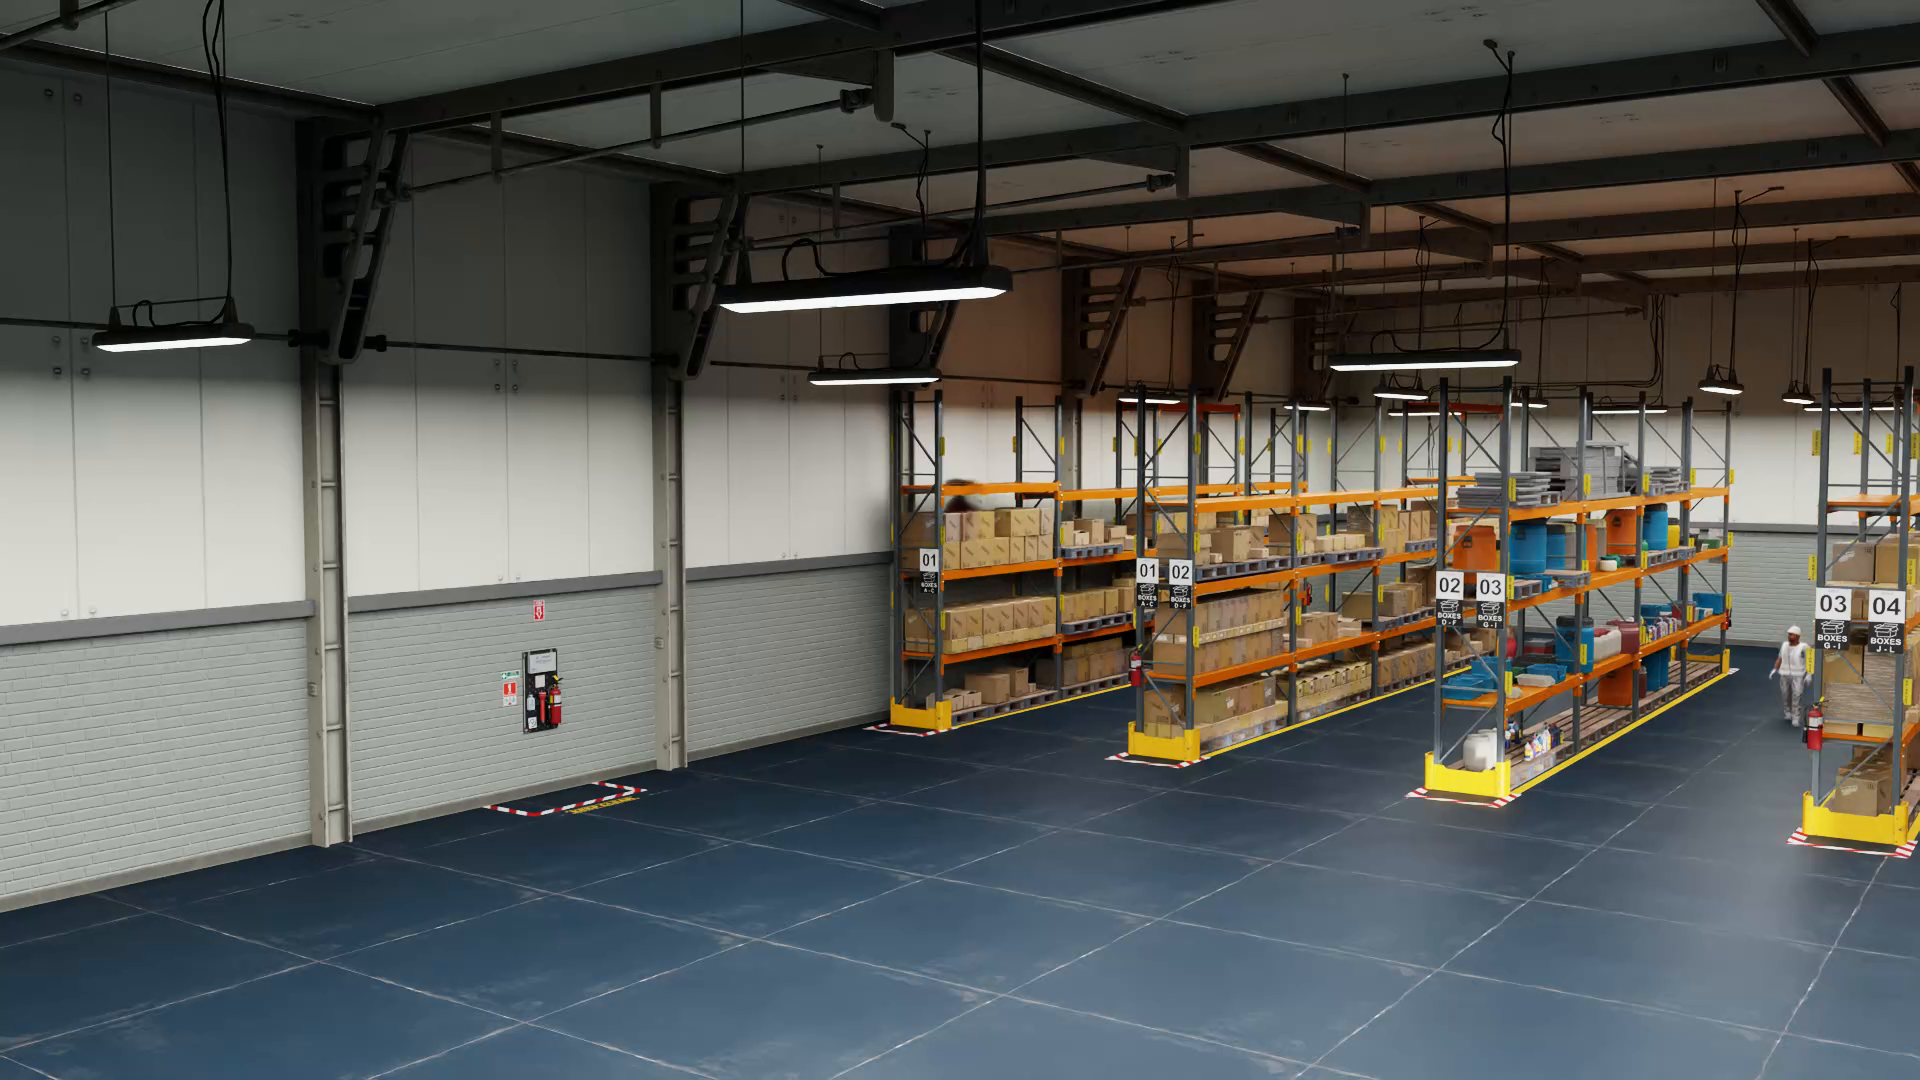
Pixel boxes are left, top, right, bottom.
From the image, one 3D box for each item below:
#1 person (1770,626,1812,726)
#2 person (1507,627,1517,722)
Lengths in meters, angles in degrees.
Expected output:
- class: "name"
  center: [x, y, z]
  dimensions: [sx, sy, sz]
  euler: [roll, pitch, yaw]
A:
- class: "person"
  center: [14.957, 2.429, 29.937]
  dimensions: [0.680, 1.741, 0.972]
  euler: [2, 4, 32]
- class: "person"
  center: [9.945, 2.436, 30.210]
  dimensions: [0.367, 1.729, 0.571]
  euler: [2, 4, 27]
